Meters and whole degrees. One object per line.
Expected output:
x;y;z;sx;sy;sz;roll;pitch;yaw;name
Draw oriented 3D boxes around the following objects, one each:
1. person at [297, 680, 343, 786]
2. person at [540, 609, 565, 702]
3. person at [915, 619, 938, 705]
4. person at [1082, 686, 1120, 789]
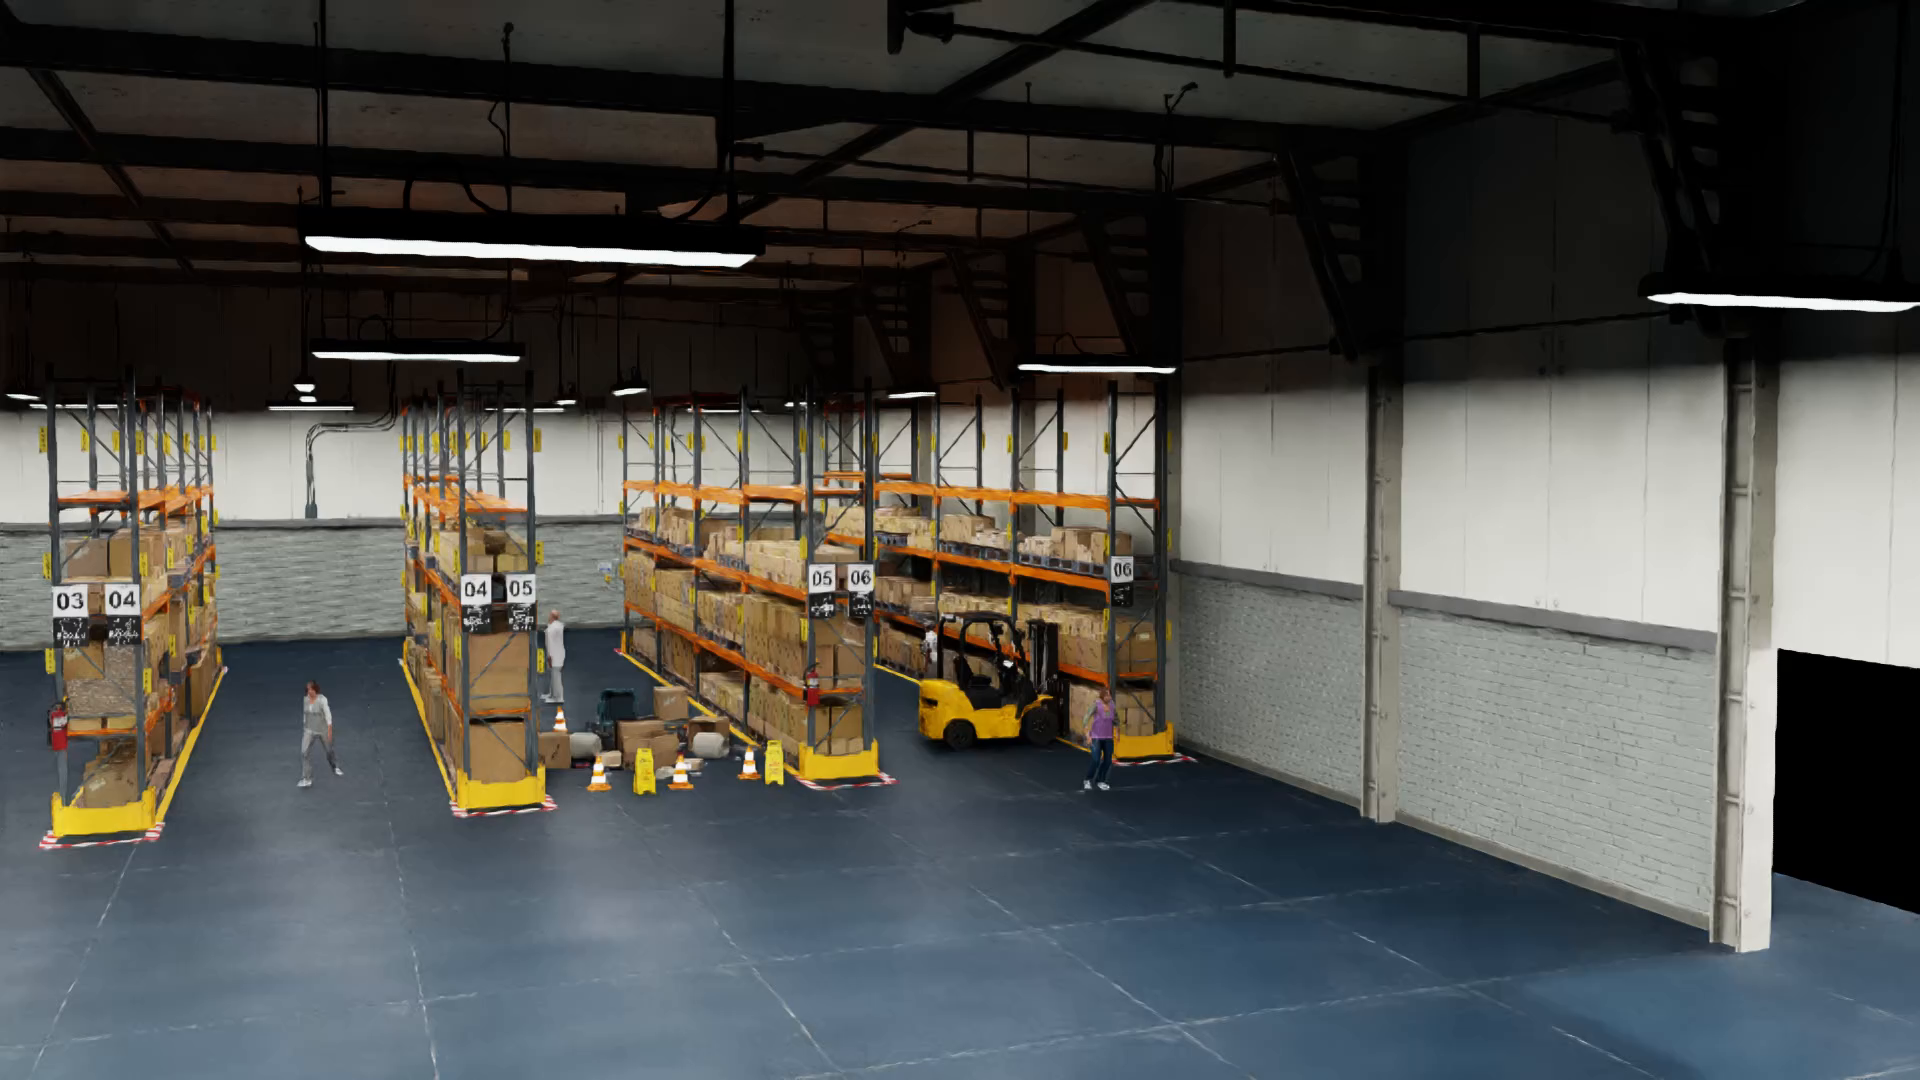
-9.418;2.802;24.444;0.461;1.522;0.861;0;3;1;person
-7.869;2.222;32.083;0.556;1.781;0.631;1;3;9;person
-0.582;2.323;31.380;0.551;1.663;0.581;0;3;4;person
2.020;2.840;23.911;0.566;1.541;0.519;-1;4;-23;person
